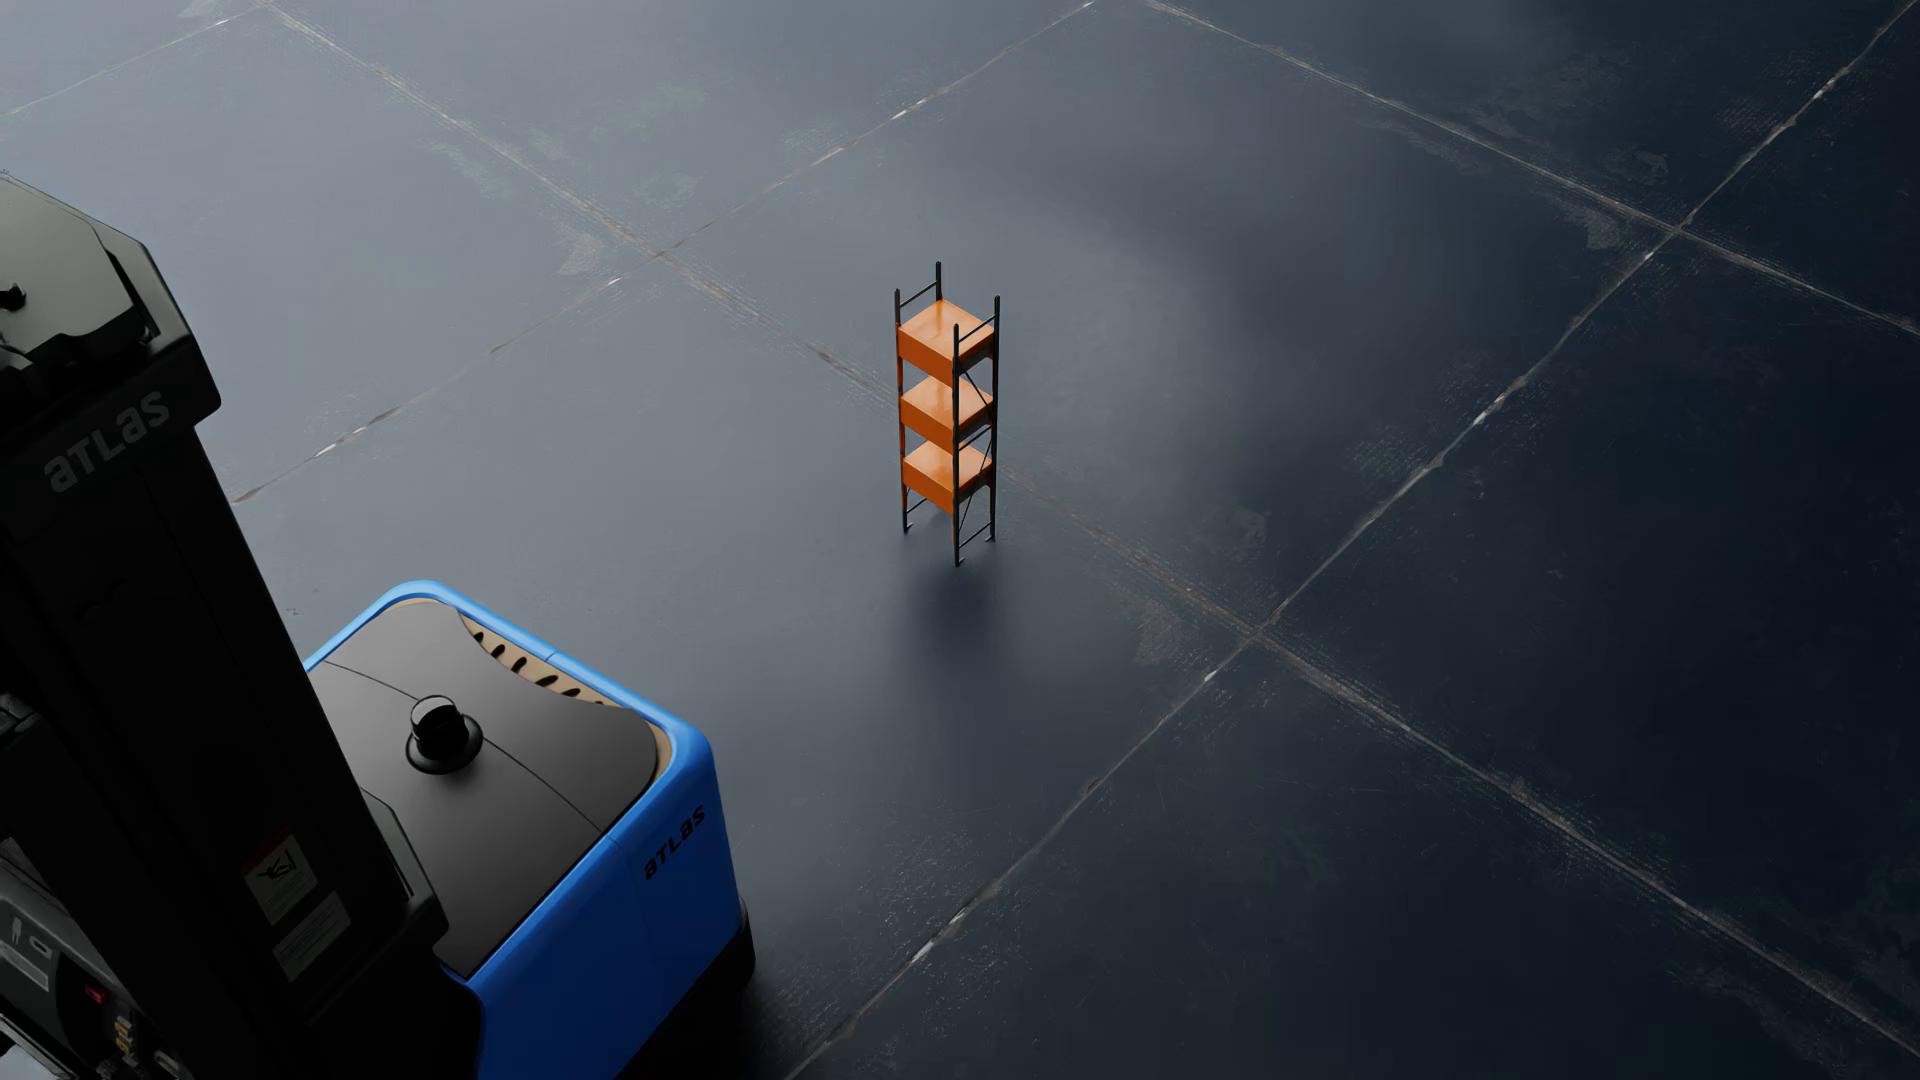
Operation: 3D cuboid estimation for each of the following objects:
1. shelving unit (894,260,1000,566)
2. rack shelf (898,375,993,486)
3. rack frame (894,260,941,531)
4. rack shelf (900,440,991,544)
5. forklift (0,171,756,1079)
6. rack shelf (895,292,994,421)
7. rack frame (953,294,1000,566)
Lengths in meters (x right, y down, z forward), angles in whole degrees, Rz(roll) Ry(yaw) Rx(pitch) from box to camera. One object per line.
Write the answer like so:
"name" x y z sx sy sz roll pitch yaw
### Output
"shelving unit" -0.039 -0.386 5.392 0.252 1.050 0.215 34 55 28
"rack shelf" -0.039 -0.379 5.400 0.240 0.259 0.215 34 55 28
"rack frame" -0.129 -0.446 5.449 0.008 1.050 0.200 34 55 28
"rack shelf" -0.039 -0.188 5.602 0.240 0.259 0.215 34 55 28
"forklift" -1.789 0.899 2.895 1.130 2.935 3.031 26 52 22
"rack shelf" -0.039 -0.573 5.193 0.240 0.259 0.215 34 55 28
"rack frame" 0.050 -0.326 5.335 0.008 1.050 0.200 34 55 28
